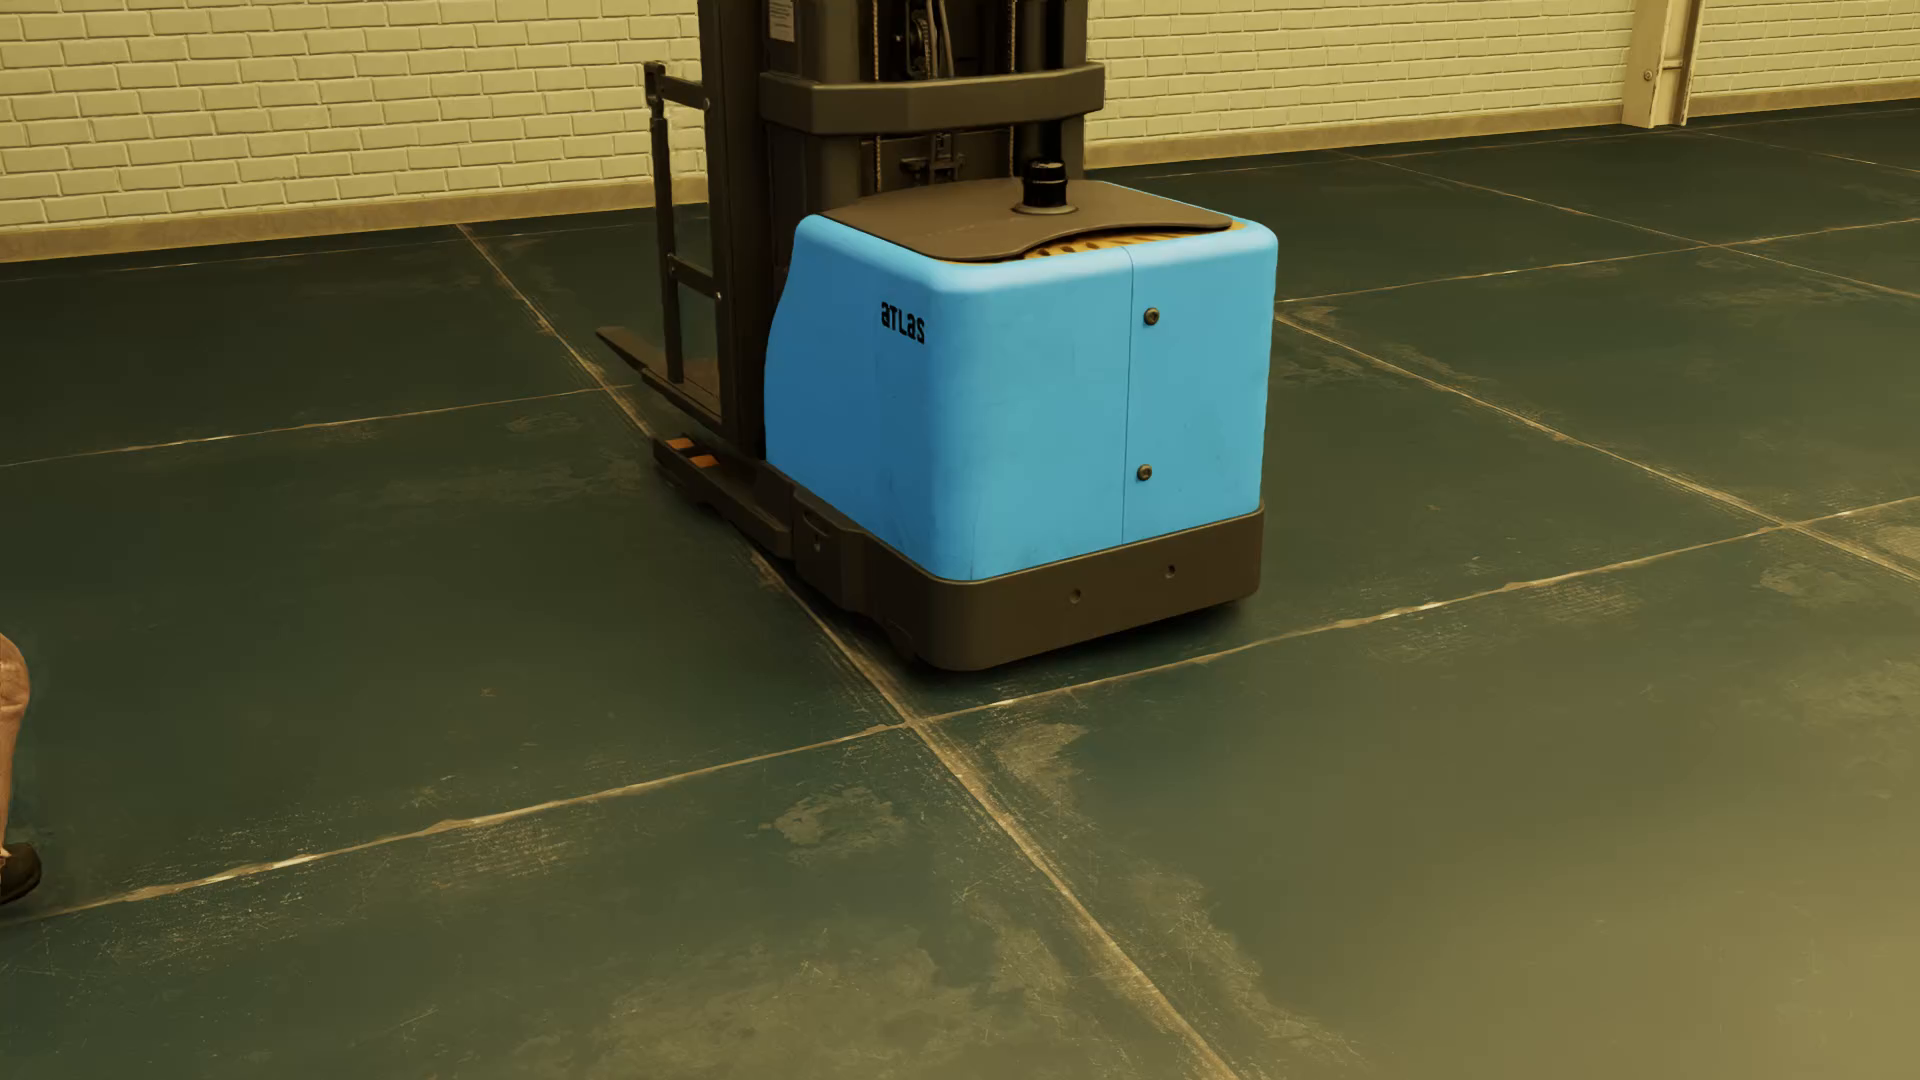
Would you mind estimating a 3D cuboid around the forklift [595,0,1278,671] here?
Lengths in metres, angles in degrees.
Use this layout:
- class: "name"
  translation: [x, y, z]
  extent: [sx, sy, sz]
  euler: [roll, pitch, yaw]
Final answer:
- class: "forklift"
  translation: [-0.362, -1.546, 5.007]
  extent: [1.130, 2.935, 3.031]
  euler: [-13, 26, -29]

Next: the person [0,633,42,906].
- class: "person"
  translation: [-2.208, 0.087, 2.862]
  extent: [0.936, 1.599, 0.663]
  euler: [1, 23, 2]
